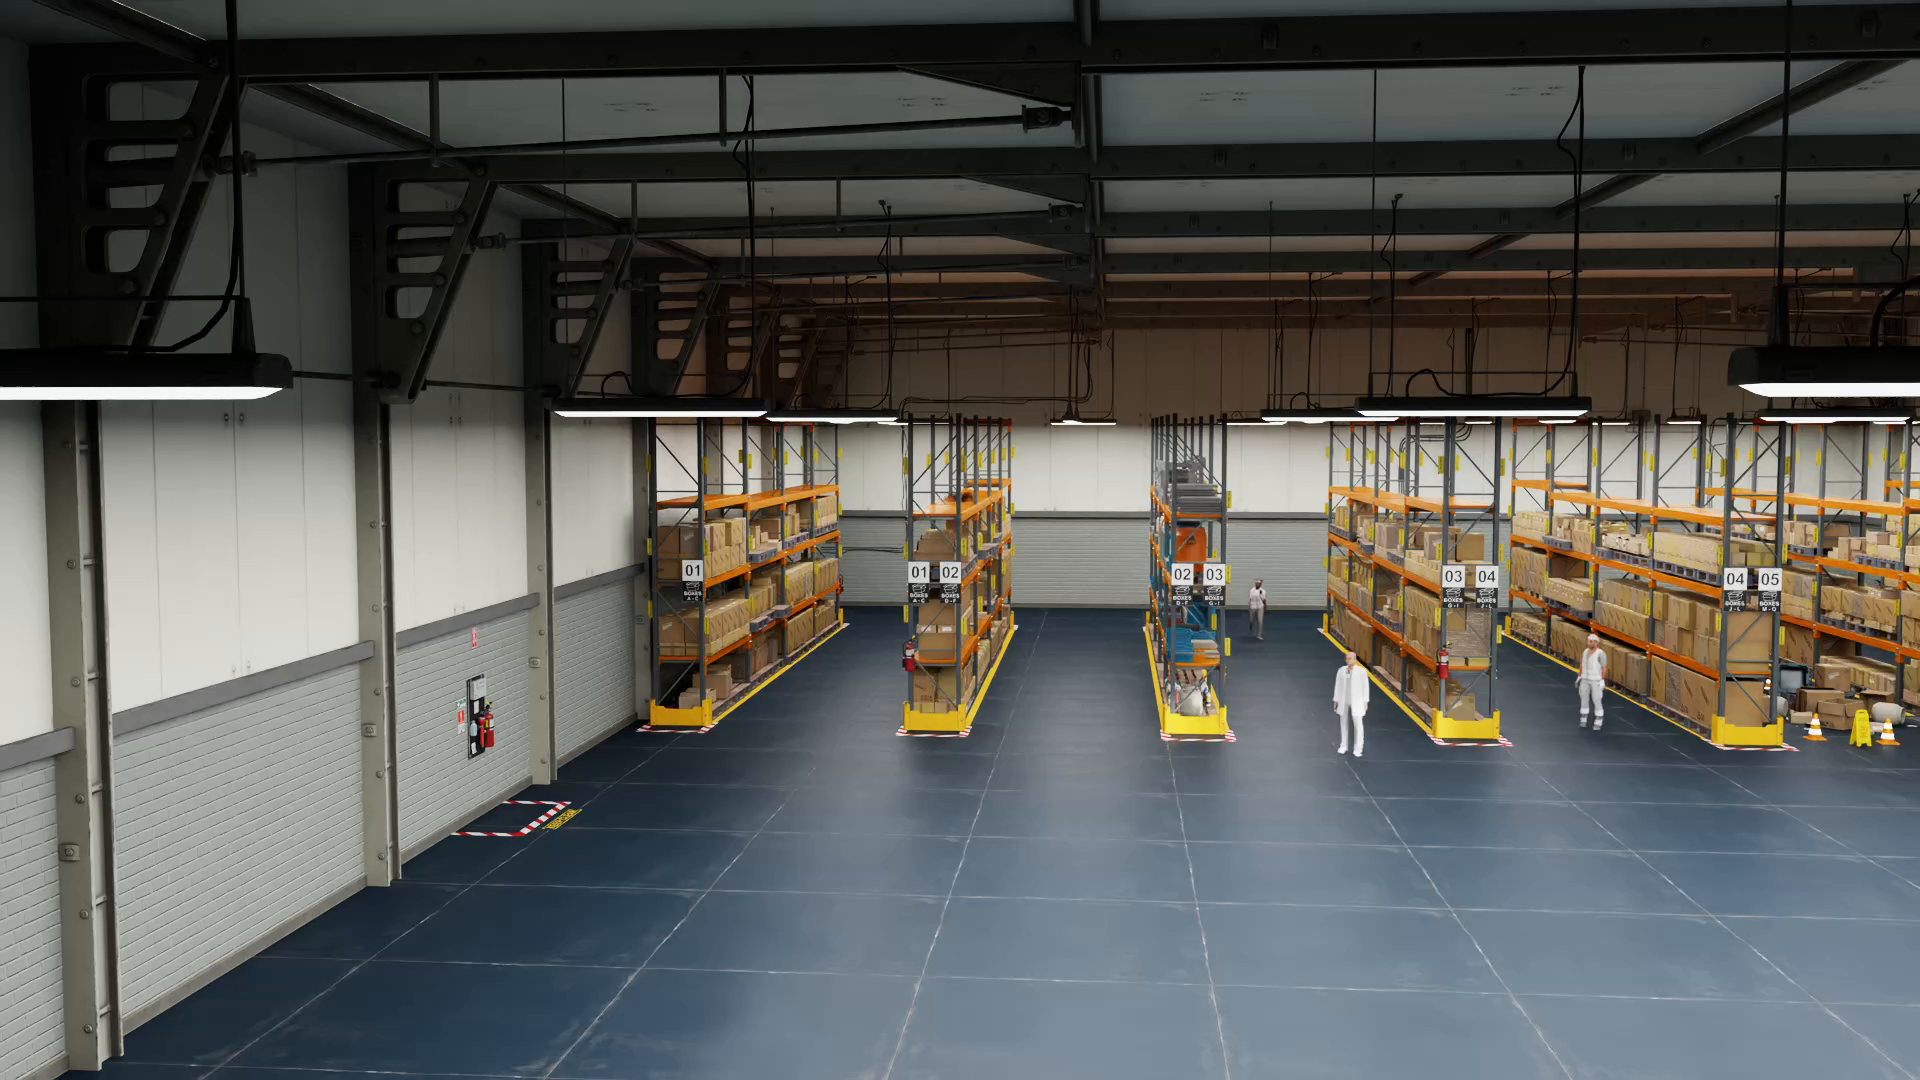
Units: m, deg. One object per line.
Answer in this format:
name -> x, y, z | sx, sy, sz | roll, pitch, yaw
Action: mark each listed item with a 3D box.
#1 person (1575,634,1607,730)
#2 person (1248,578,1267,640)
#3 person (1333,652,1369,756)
person -> 12.010, 2.690, 31.686 | 0.377, 1.800, 0.583 | -3, 5, -38
person -> 8.058, 1.848, 45.075 | 0.478, 1.659, 0.665 | 0, 4, 3
person -> 6.851, 2.871, 29.234 | 0.624, 1.809, 0.397 | 3, 5, 34
